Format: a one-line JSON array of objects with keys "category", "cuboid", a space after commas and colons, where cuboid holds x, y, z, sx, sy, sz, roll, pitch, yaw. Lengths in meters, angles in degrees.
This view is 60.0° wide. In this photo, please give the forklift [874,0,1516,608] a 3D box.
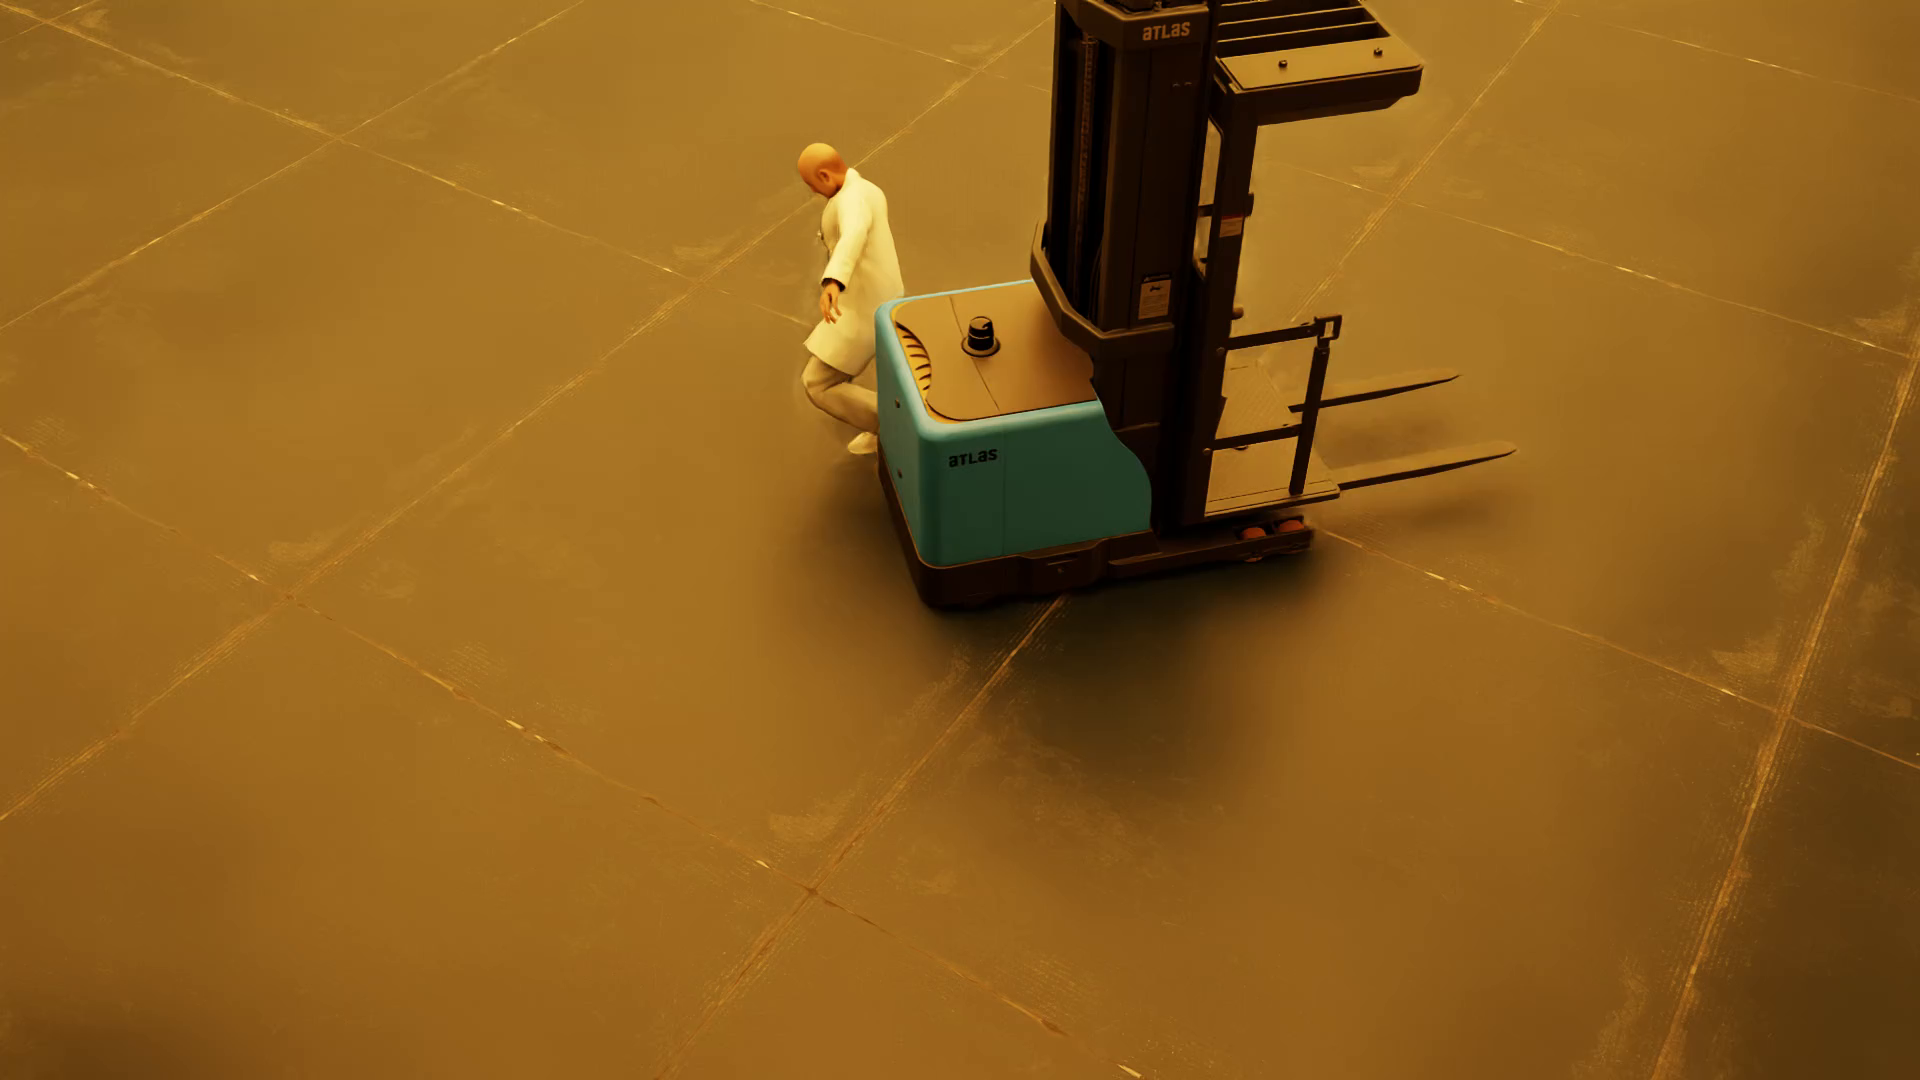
[{"category": "forklift", "cuboid": [1.171, -1.304, 7.224, 3.031, 2.935, 1.130, -10, 44, -10]}]

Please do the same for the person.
[{"category": "person", "cuboid": [-0.530, -1.113, 8.076, 0.787, 1.511, 1.232, 12, 45, 12]}]
